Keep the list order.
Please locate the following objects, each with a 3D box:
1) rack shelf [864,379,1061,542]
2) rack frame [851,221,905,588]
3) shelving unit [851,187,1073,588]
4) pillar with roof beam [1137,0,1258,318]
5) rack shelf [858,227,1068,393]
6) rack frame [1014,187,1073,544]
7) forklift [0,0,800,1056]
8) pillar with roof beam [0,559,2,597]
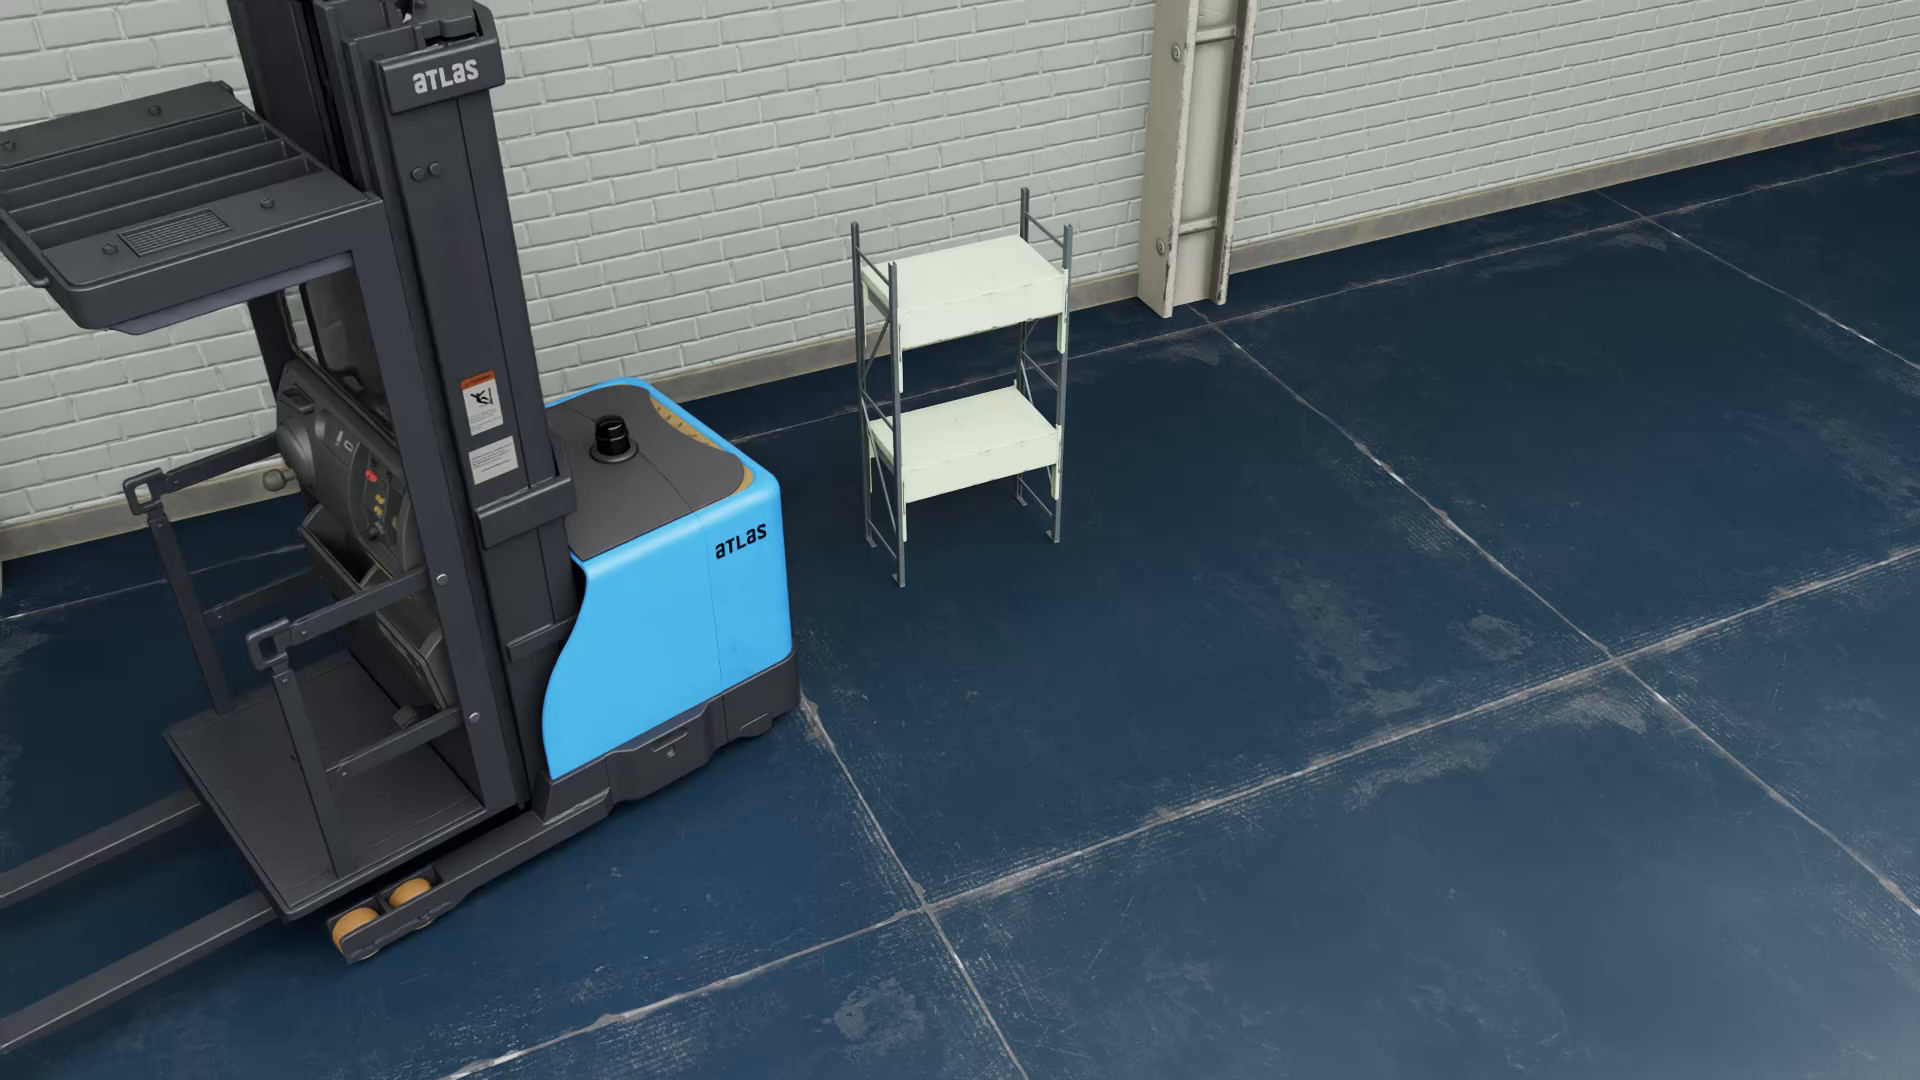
[{"bbox_3d":[0.006,-0.342,7.000,0.720,0.370,0.431,-16,39,-20],"label":"rack shelf"},{"bbox_3d":[-0.325,-0.511,6.681,0.023,1.500,0.400,-16,39,-20],"label":"rack frame"},{"bbox_3d":[0.006,-0.604,6.805,0.755,1.500,0.431,-16,39,-20],"label":"shelving unit"},{"bbox_3d":[3.024,-2.605,3.208,0.400,9.000,9.100,-16,39,-20],"label":"pillar with roof beam"},{"bbox_3d":[0.006,-0.918,6.573,0.720,0.370,0.431,-16,39,-20],"label":"rack shelf"},{"bbox_3d":[0.337,-0.697,6.930,0.023,1.500,0.400,-16,39,-20],"label":"rack frame"},{"bbox_3d":[-2.057,-0.169,5.017,3.031,2.935,1.130,-27,44,-32],"label":"forklift"},{"bbox_3d":[-2.408,-1.086,1.161,0.400,9.000,9.100,-16,39,-20],"label":"pillar with roof beam"}]
